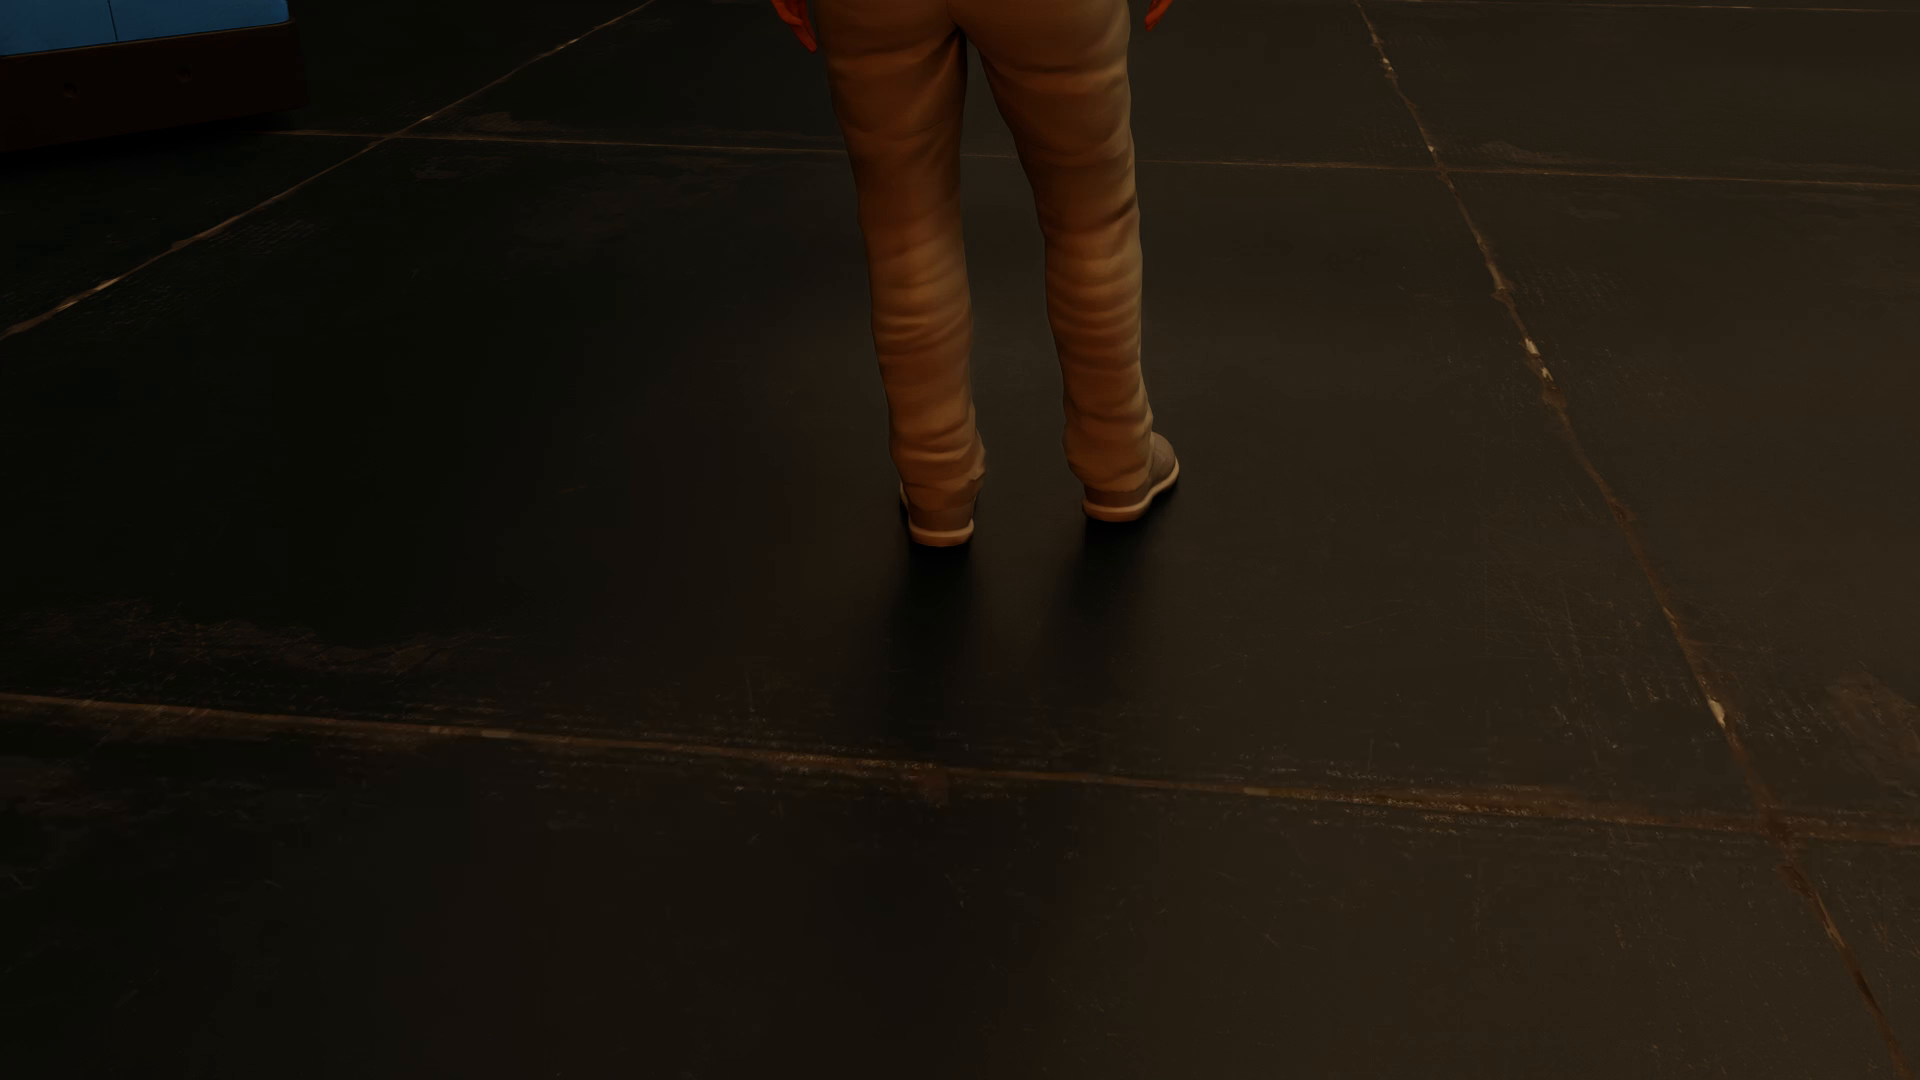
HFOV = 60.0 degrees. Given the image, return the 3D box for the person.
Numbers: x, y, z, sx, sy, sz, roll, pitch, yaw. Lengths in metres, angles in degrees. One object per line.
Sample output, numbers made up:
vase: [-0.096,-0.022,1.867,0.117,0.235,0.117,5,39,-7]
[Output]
person: [0.033,-0.786,2.190,0.598,1.670,0.529,3,27,7]

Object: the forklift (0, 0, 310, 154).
forklift: [-3.305,-2.865,4.960,1.130,2.935,3.031,-23,34,-38]
